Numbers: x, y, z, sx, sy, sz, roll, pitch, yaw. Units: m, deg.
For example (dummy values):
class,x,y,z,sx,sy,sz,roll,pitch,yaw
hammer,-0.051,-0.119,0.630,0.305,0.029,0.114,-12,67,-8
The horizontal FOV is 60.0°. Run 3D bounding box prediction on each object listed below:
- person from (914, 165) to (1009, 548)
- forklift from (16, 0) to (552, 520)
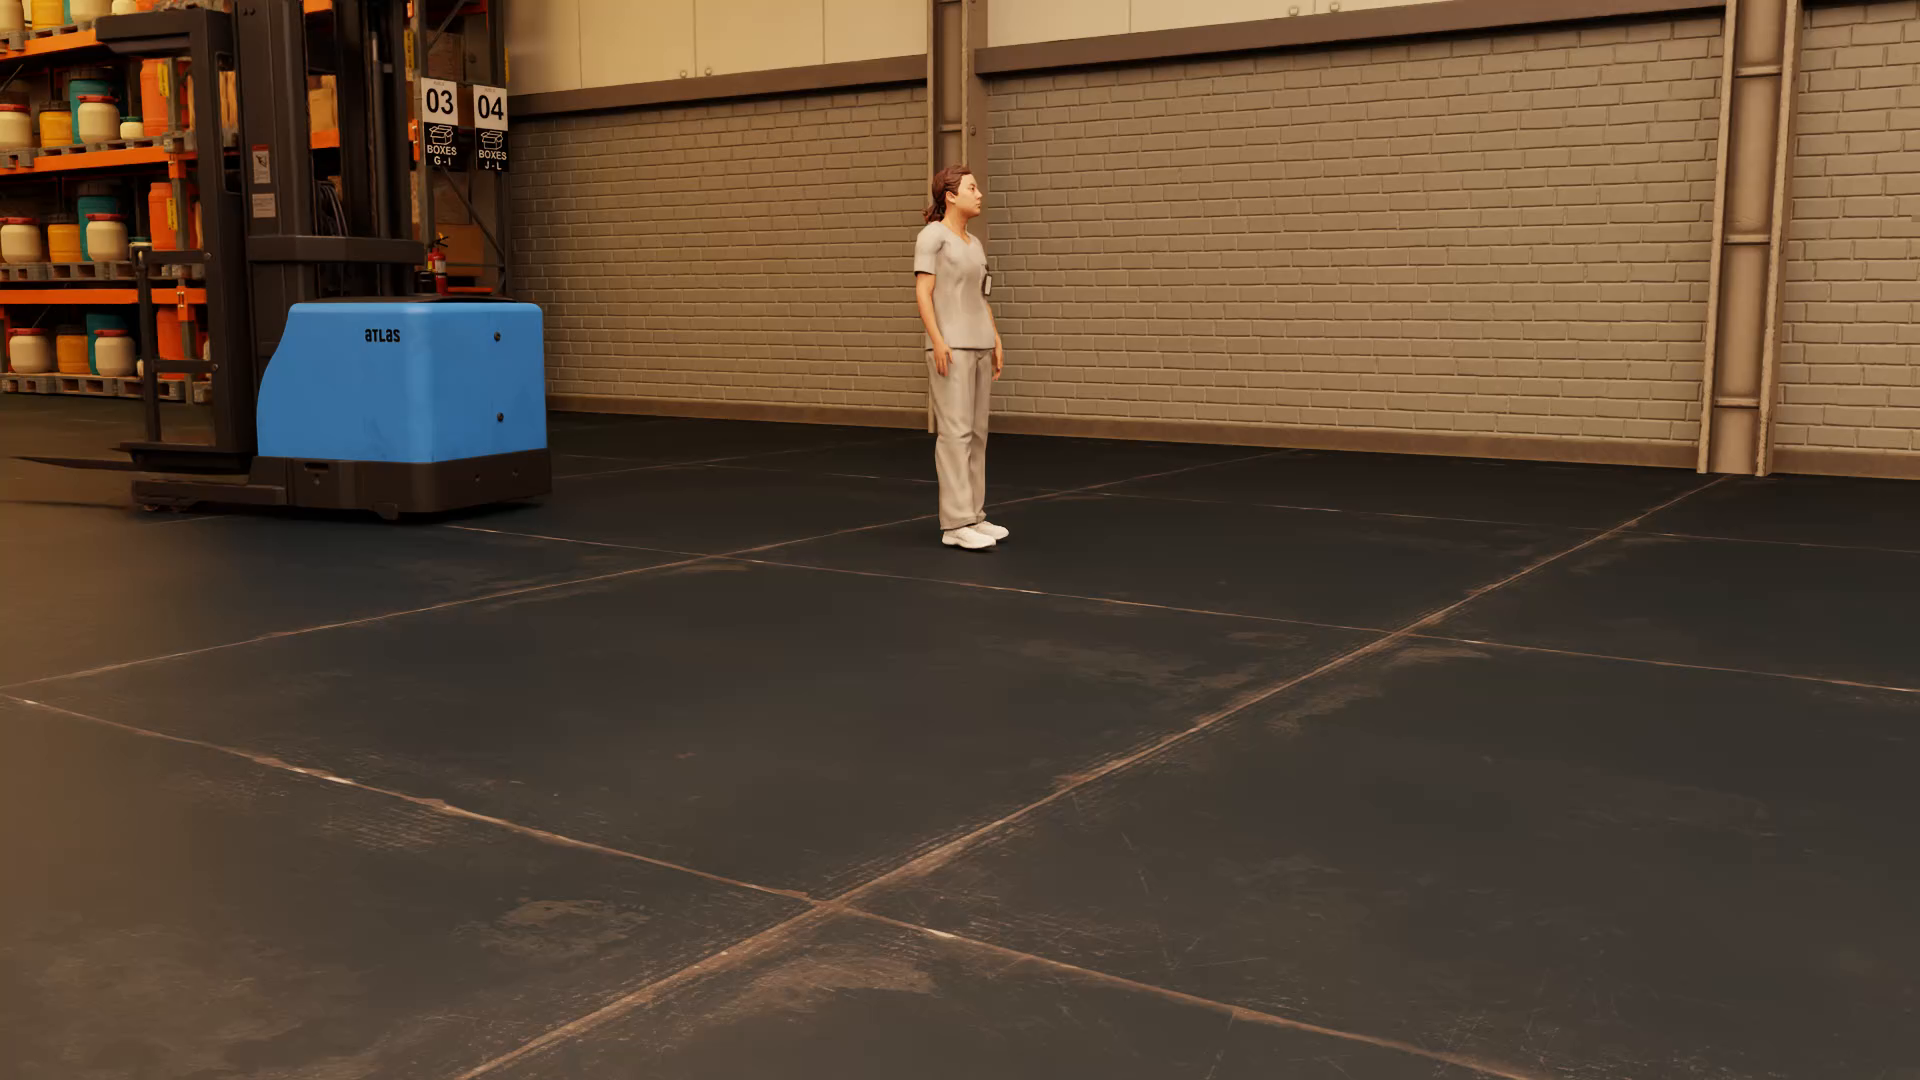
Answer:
class,x,y,z,sx,sy,sz,roll,pitch,yaw
person,0.053,-0.829,7.433,0.549,1.675,0.549,5,10,34
forklift,-3.747,-1.655,8.834,3.031,2.935,1.130,3,9,22
